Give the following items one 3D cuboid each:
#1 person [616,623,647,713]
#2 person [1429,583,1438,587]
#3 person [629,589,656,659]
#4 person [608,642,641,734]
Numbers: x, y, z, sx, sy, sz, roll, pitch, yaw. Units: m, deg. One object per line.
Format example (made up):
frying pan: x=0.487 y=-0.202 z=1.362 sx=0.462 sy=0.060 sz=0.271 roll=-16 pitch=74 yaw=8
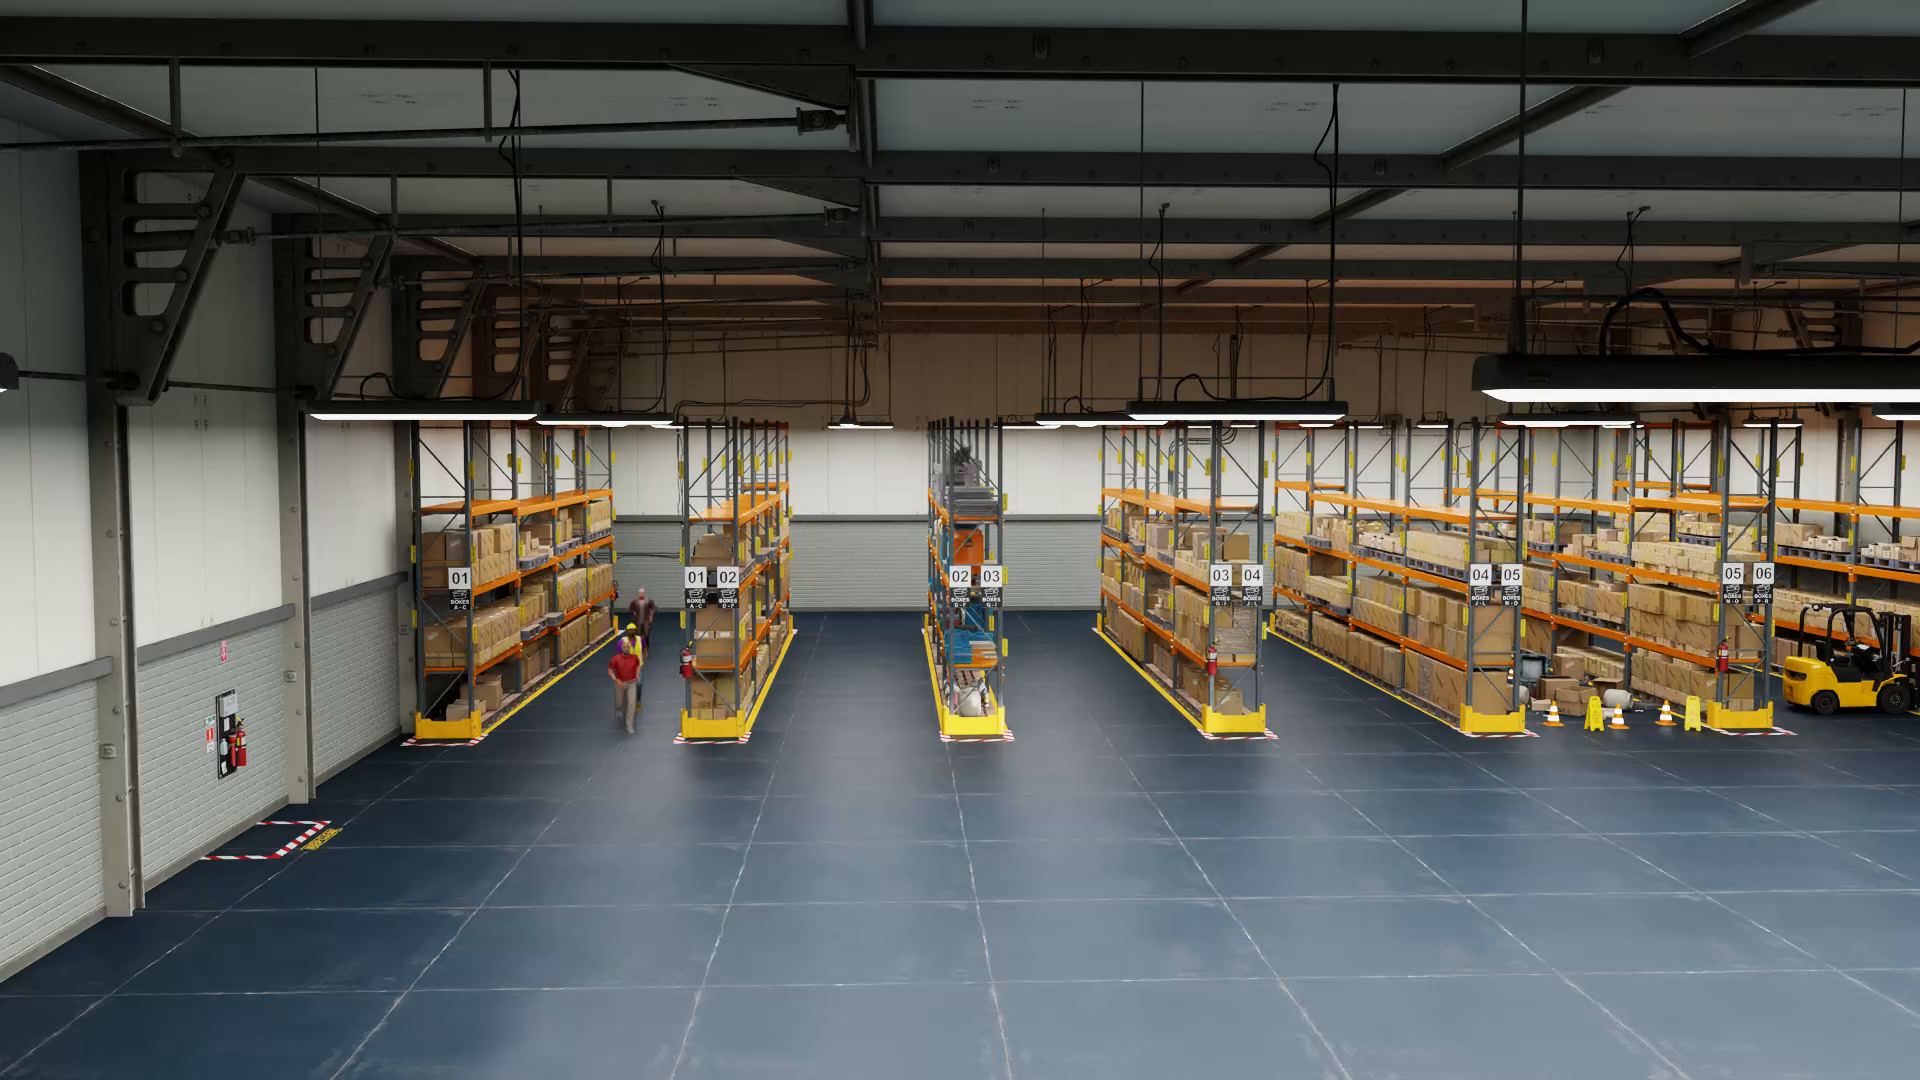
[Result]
person: x=-6.719 y=2.614 z=34.108 sx=0.674 sy=1.823 sz=0.730 roll=-1 pitch=4 yaw=-18
person: x=14.121 y=1.685 z=49.307 sx=0.676 sy=1.653 sz=0.630 roll=0 pitch=4 yaw=0
person: x=-8.001 y=2.116 z=41.873 sx=0.674 sy=1.778 sz=0.753 roll=0 pitch=4 yaw=-7
person: x=-6.438 y=2.817 z=31.960 sx=0.642 sy=1.723 sz=1.026 roll=-1 pitch=4 yaw=-16
